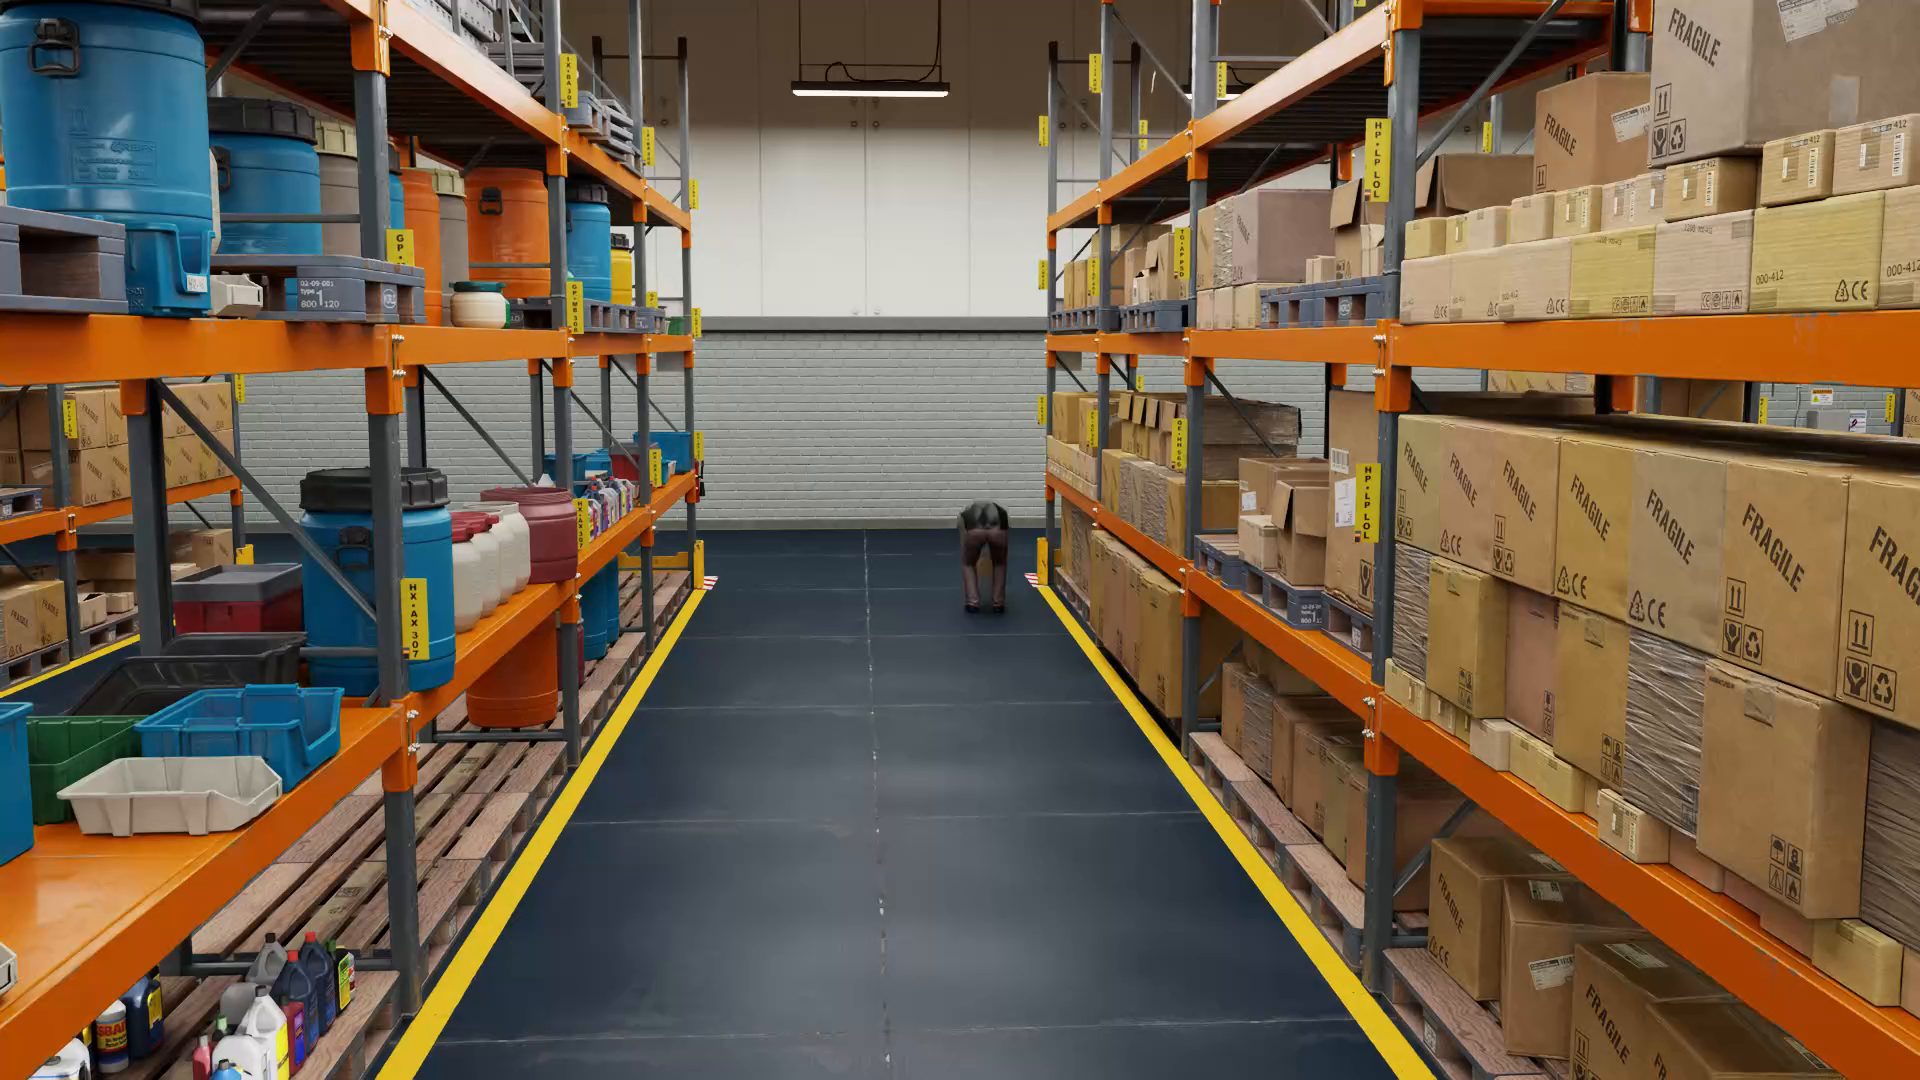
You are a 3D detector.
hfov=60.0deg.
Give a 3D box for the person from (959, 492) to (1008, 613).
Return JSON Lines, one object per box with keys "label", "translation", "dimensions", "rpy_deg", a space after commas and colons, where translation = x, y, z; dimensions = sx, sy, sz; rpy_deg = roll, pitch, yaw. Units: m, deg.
{"label": "person", "translation": [0.233, 0.119, 17.182], "dimensions": [0.466, 1.172, 0.948], "rpy_deg": [-1, 7, -5]}
